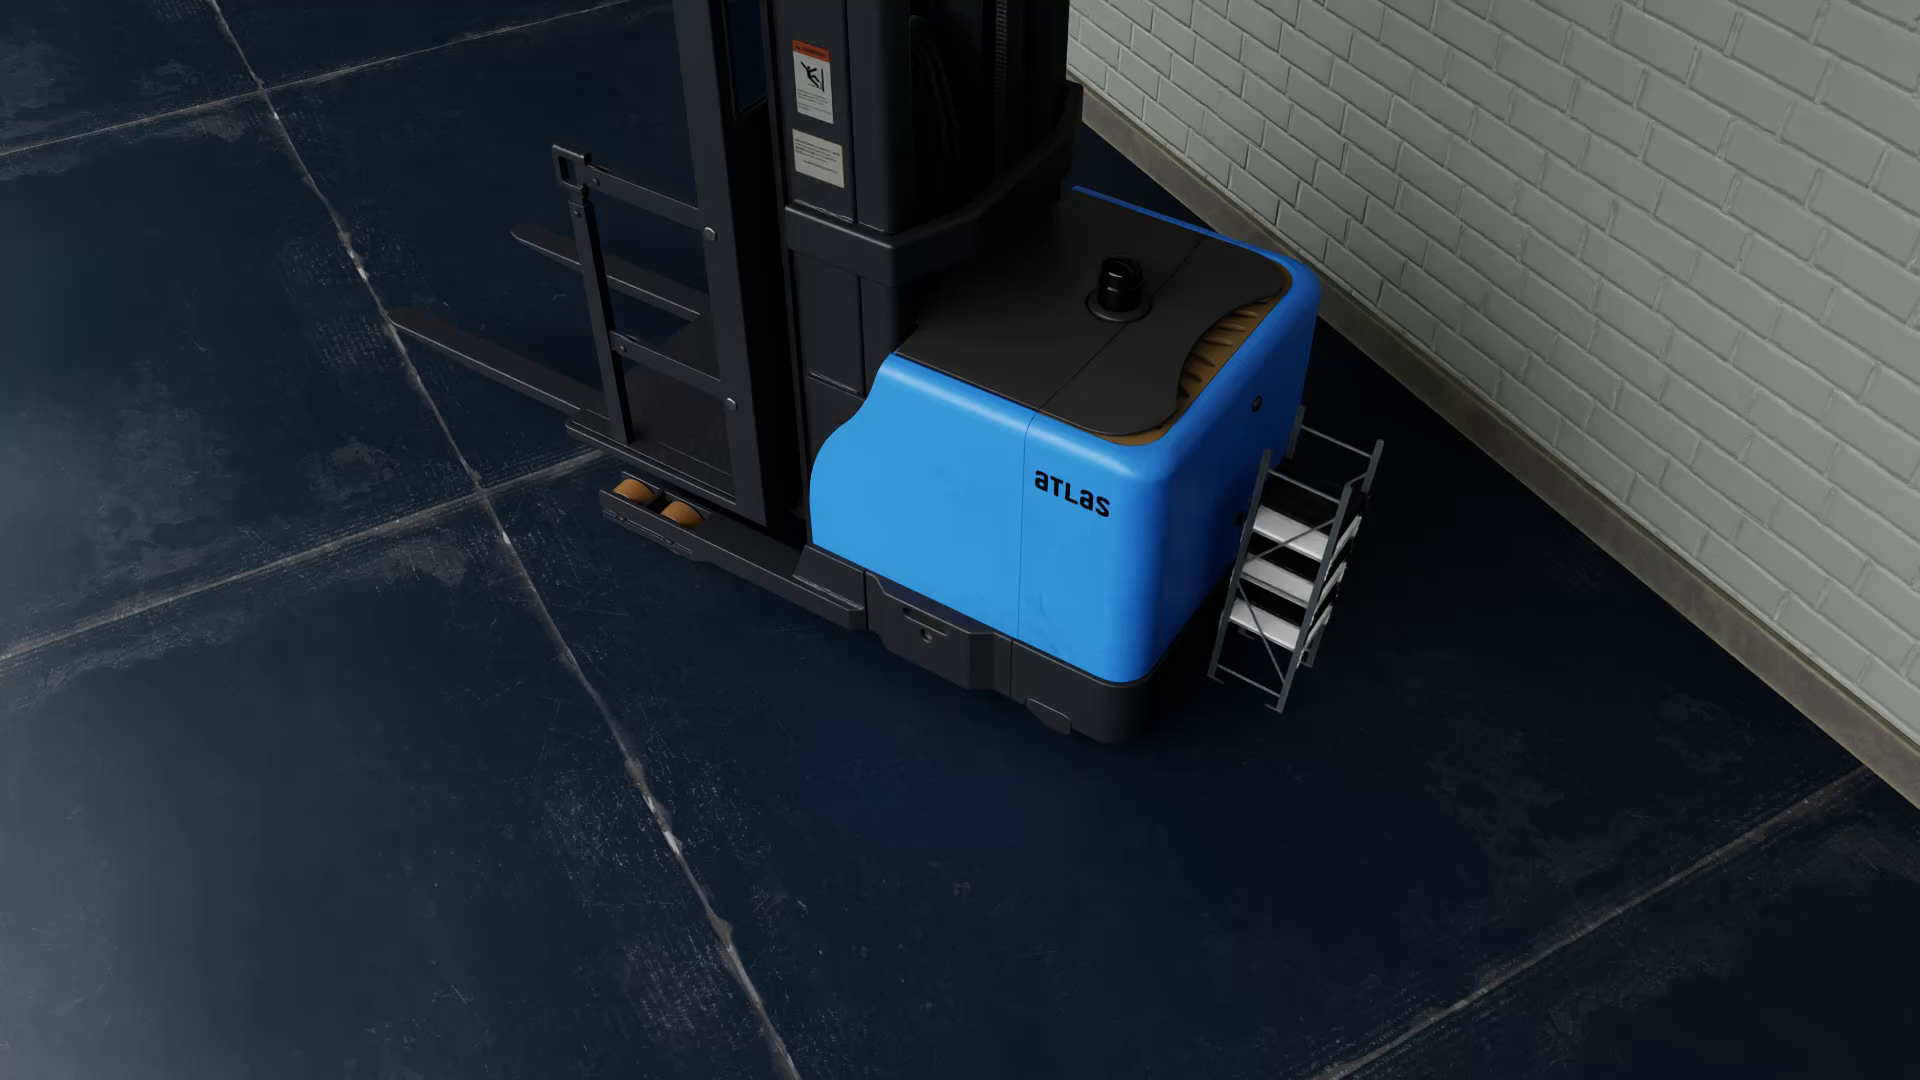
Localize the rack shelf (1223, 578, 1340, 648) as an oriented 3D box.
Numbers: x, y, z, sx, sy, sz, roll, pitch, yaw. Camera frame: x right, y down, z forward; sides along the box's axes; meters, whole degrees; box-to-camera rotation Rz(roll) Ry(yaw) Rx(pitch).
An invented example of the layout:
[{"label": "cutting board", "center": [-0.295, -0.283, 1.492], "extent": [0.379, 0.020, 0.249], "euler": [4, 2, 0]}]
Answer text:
[{"label": "rack shelf", "center": [0.890, 0.157, 4.607], "extent": [0.258, 0.077, 0.200], "euler": [27, 50, 20]}]

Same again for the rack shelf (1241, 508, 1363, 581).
[{"label": "rack shelf", "center": [0.905, -0.029, 4.412], "extent": [0.258, 0.077, 0.200], "euler": [27, 50, 20]}]

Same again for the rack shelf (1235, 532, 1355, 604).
[{"label": "rack shelf", "center": [0.900, 0.033, 4.477], "extent": [0.258, 0.077, 0.200], "euler": [27, 50, 20]}]

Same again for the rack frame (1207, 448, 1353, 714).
[{"label": "rack frame", "center": [0.842, 0.132, 4.456], "extent": [0.240, 0.900, 0.006], "euler": [27, 50, 20]}]

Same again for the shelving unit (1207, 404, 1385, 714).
[{"label": "shelving unit", "center": [0.897, 0.072, 4.518], "extent": [0.258, 0.900, 0.210], "euler": [27, 50, 20]}]

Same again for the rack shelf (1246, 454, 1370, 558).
[{"label": "rack shelf", "center": [0.910, -0.092, 4.347], "extent": [0.258, 0.077, 0.200], "euler": [27, 50, 20]}]

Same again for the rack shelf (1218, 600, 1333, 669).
[{"label": "rack shelf", "center": [0.886, 0.219, 4.671], "extent": [0.258, 0.077, 0.200], "euler": [27, 50, 20]}]

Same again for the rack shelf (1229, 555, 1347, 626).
[{"label": "rack shelf", "center": [0.895, 0.095, 4.542], "extent": [0.258, 0.077, 0.200], "euler": [27, 50, 20]}]

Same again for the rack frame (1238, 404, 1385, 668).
[{"label": "rack frame", "center": [0.952, 0.012, 4.579], "extent": [0.240, 0.900, 0.006], "euler": [27, 50, 20]}]

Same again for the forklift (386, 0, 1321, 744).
[{"label": "forklift", "center": [-0.528, -1.289, 4.474], "extent": [3.031, 2.935, 1.130], "euler": [24, 49, 23]}]
